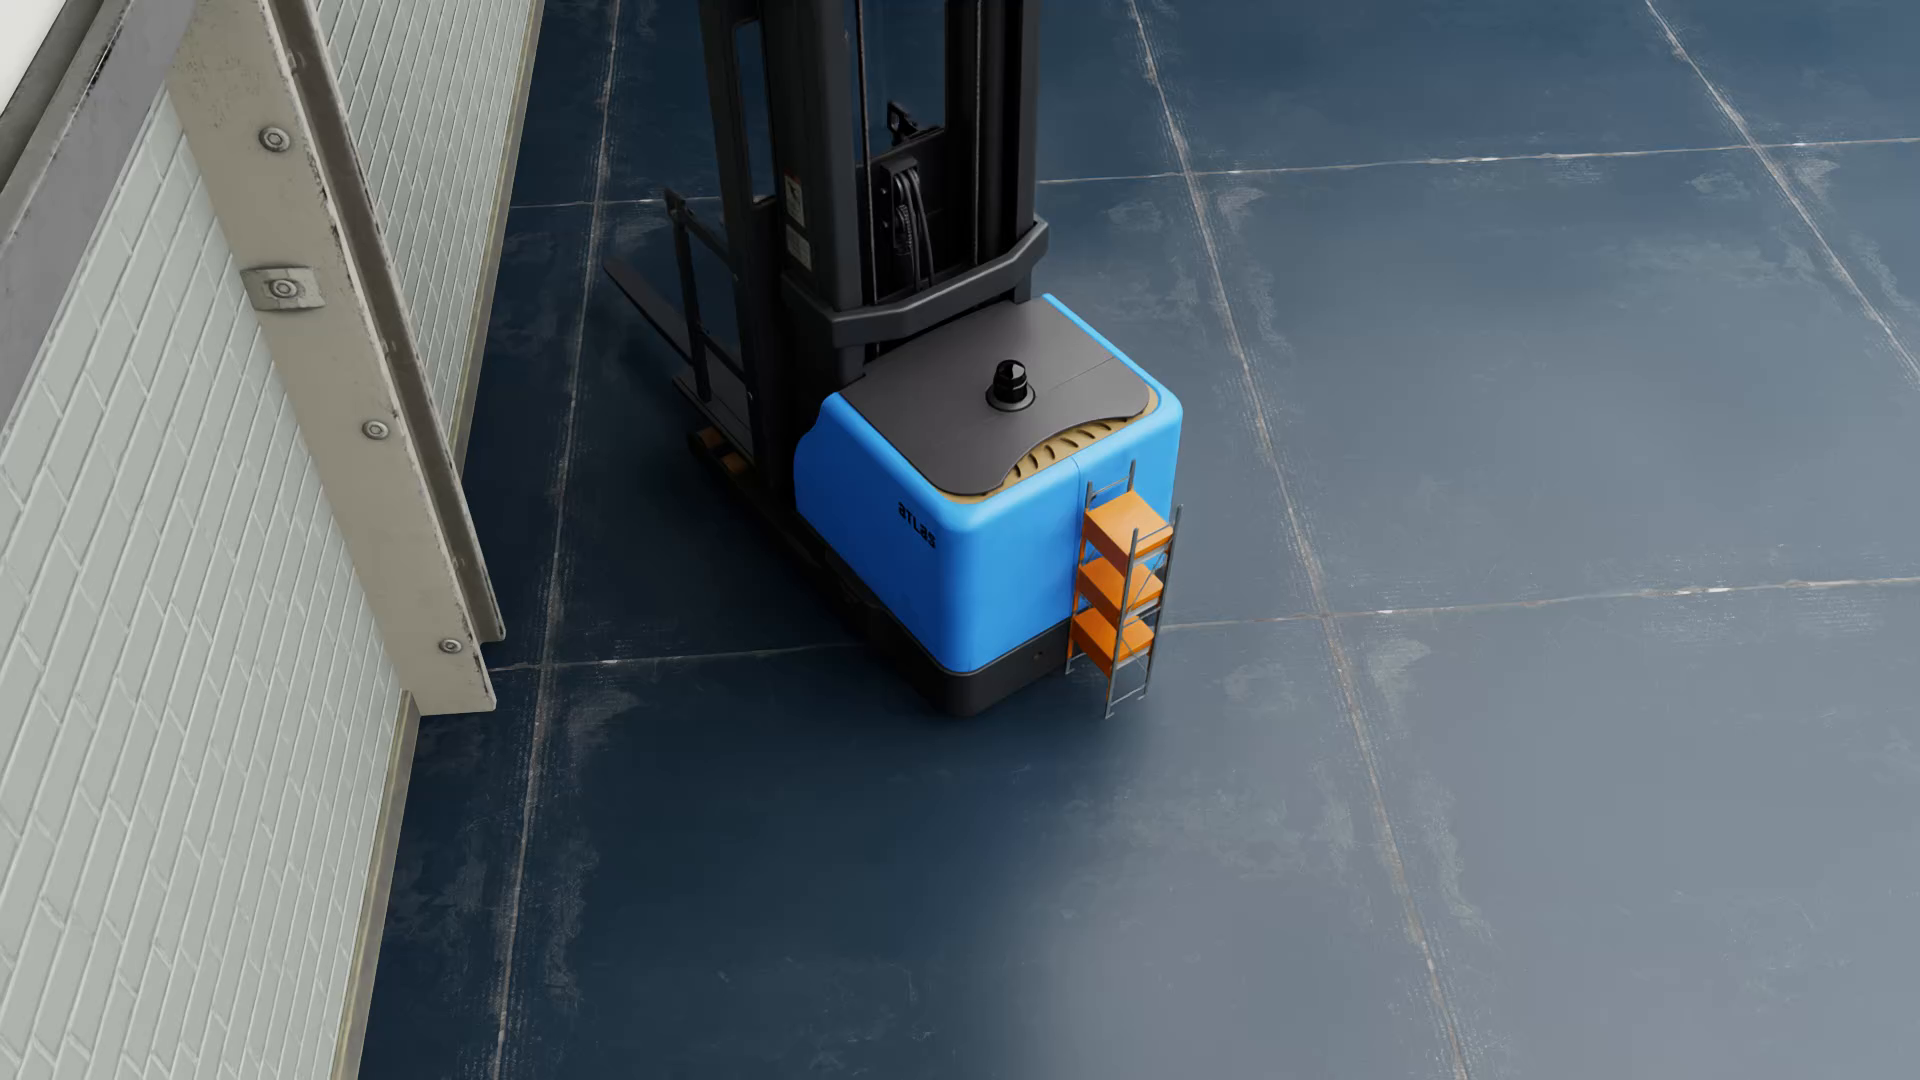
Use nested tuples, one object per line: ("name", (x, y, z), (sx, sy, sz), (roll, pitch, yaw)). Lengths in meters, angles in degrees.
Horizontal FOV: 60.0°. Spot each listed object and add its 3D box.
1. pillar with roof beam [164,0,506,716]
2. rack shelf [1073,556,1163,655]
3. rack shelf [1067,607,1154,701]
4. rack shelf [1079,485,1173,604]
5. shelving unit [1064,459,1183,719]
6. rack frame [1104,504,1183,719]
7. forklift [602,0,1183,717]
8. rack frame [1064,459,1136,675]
("pillar with roof beam", (2.399, -2.859, 3.260), (9.100, 9.000, 0.400), (-3, 47, -3))
("rack shelf", (0.559, 0.202, 5.843), (0.215, 0.259, 0.240), (-26, 55, -23))
("rack shelf", (0.552, 0.385, 6.052), (0.215, 0.259, 0.240), (-26, 55, -23))
("rack shelf", (0.566, 0.015, 5.630), (0.215, 0.259, 0.240), (-26, 55, -23))
("shelving unit", (0.559, 0.195, 5.835), (0.215, 1.050, 0.252), (-26, 55, -23))
("rack frame", (0.628, 0.272, 5.770), (0.200, 1.050, 0.008), (-26, 55, -23))
("forklift", (-0.487, -1.397, 6.054), (1.130, 2.935, 3.031), (-28, 53, -24))
("rack frame", (0.491, 0.118, 5.900), (0.200, 1.050, 0.008), (-26, 55, -23))
